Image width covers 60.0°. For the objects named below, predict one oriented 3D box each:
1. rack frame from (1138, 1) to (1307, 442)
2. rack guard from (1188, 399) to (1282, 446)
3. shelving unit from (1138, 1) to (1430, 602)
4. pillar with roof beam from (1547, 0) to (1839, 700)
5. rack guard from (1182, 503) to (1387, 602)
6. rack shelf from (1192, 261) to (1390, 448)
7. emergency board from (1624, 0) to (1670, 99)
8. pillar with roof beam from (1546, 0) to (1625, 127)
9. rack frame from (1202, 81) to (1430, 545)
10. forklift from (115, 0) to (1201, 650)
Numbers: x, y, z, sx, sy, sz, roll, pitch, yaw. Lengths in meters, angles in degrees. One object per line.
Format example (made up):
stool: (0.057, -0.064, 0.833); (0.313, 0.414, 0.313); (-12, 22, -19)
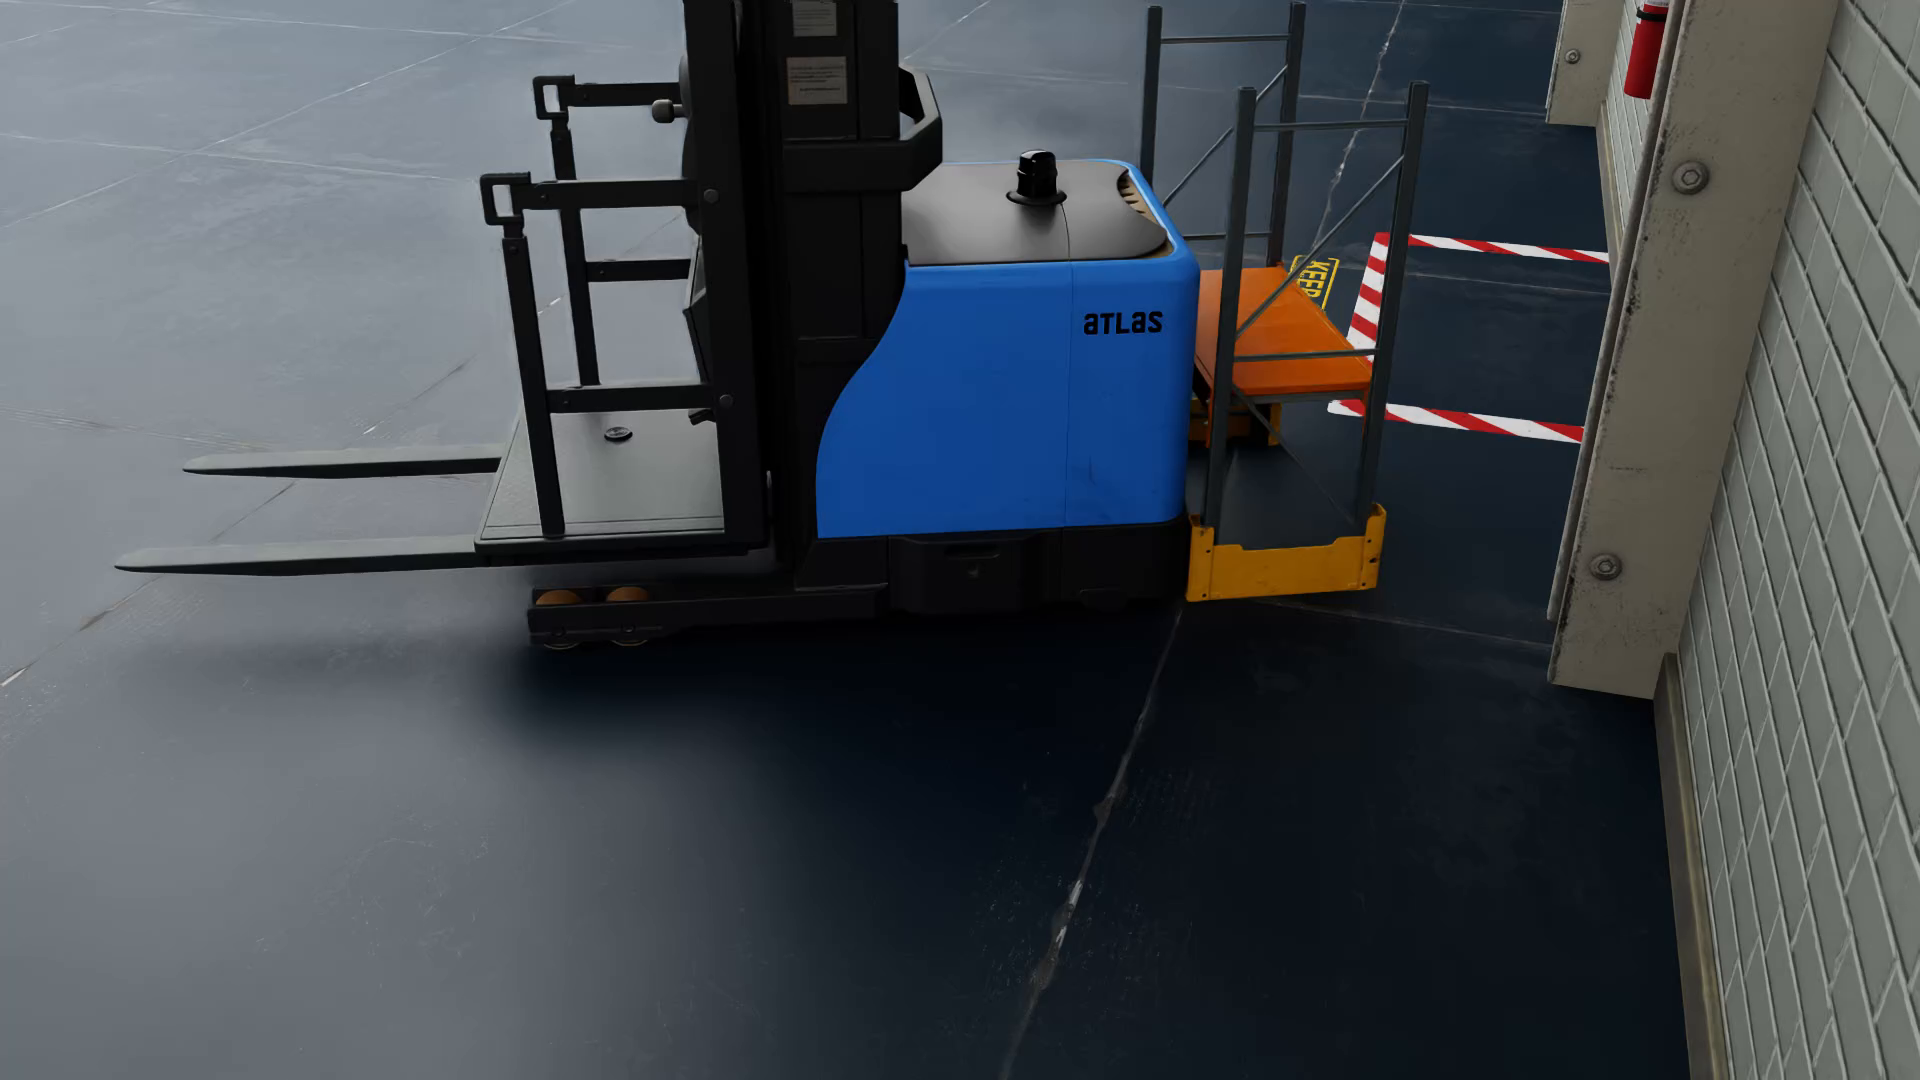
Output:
rack frame: (0.825, -1.000, 5.504); (0.500, 1.500, 0.032); (-4, 29, -7)
rack guard: (0.828, -0.444, 5.792); (0.587, 0.250, 0.087); (-4, 29, -7)
shelving unit: (0.893, -0.750, 5.056); (0.587, 1.500, 1.083); (-4, 29, -7)
pillar with roof beam: (-2.302, -4.226, 3.591); (9.100, 9.000, 0.400); (8, 30, 15)
rack guard: (0.958, 0.036, 4.929); (0.587, 0.250, 0.087); (-4, 29, -7)
rack shelf: (0.892, -0.598, 5.152); (0.538, 0.185, 1.000); (-4, 29, -7)
emergency board: (2.575, -2.133, 6.000); (0.194, 1.169, 0.643); (8, 30, 15)
pillar with roof beam: (-0.541, -7.015, 8.603); (9.100, 9.000, 0.400); (8, 30, 15)
rack frame: (0.958, -0.510, 4.624); (0.500, 1.500, 0.032); (-4, 29, -7)
forklift: (-0.893, -1.240, 4.465); (3.031, 2.935, 1.130); (-3, 29, -5)
